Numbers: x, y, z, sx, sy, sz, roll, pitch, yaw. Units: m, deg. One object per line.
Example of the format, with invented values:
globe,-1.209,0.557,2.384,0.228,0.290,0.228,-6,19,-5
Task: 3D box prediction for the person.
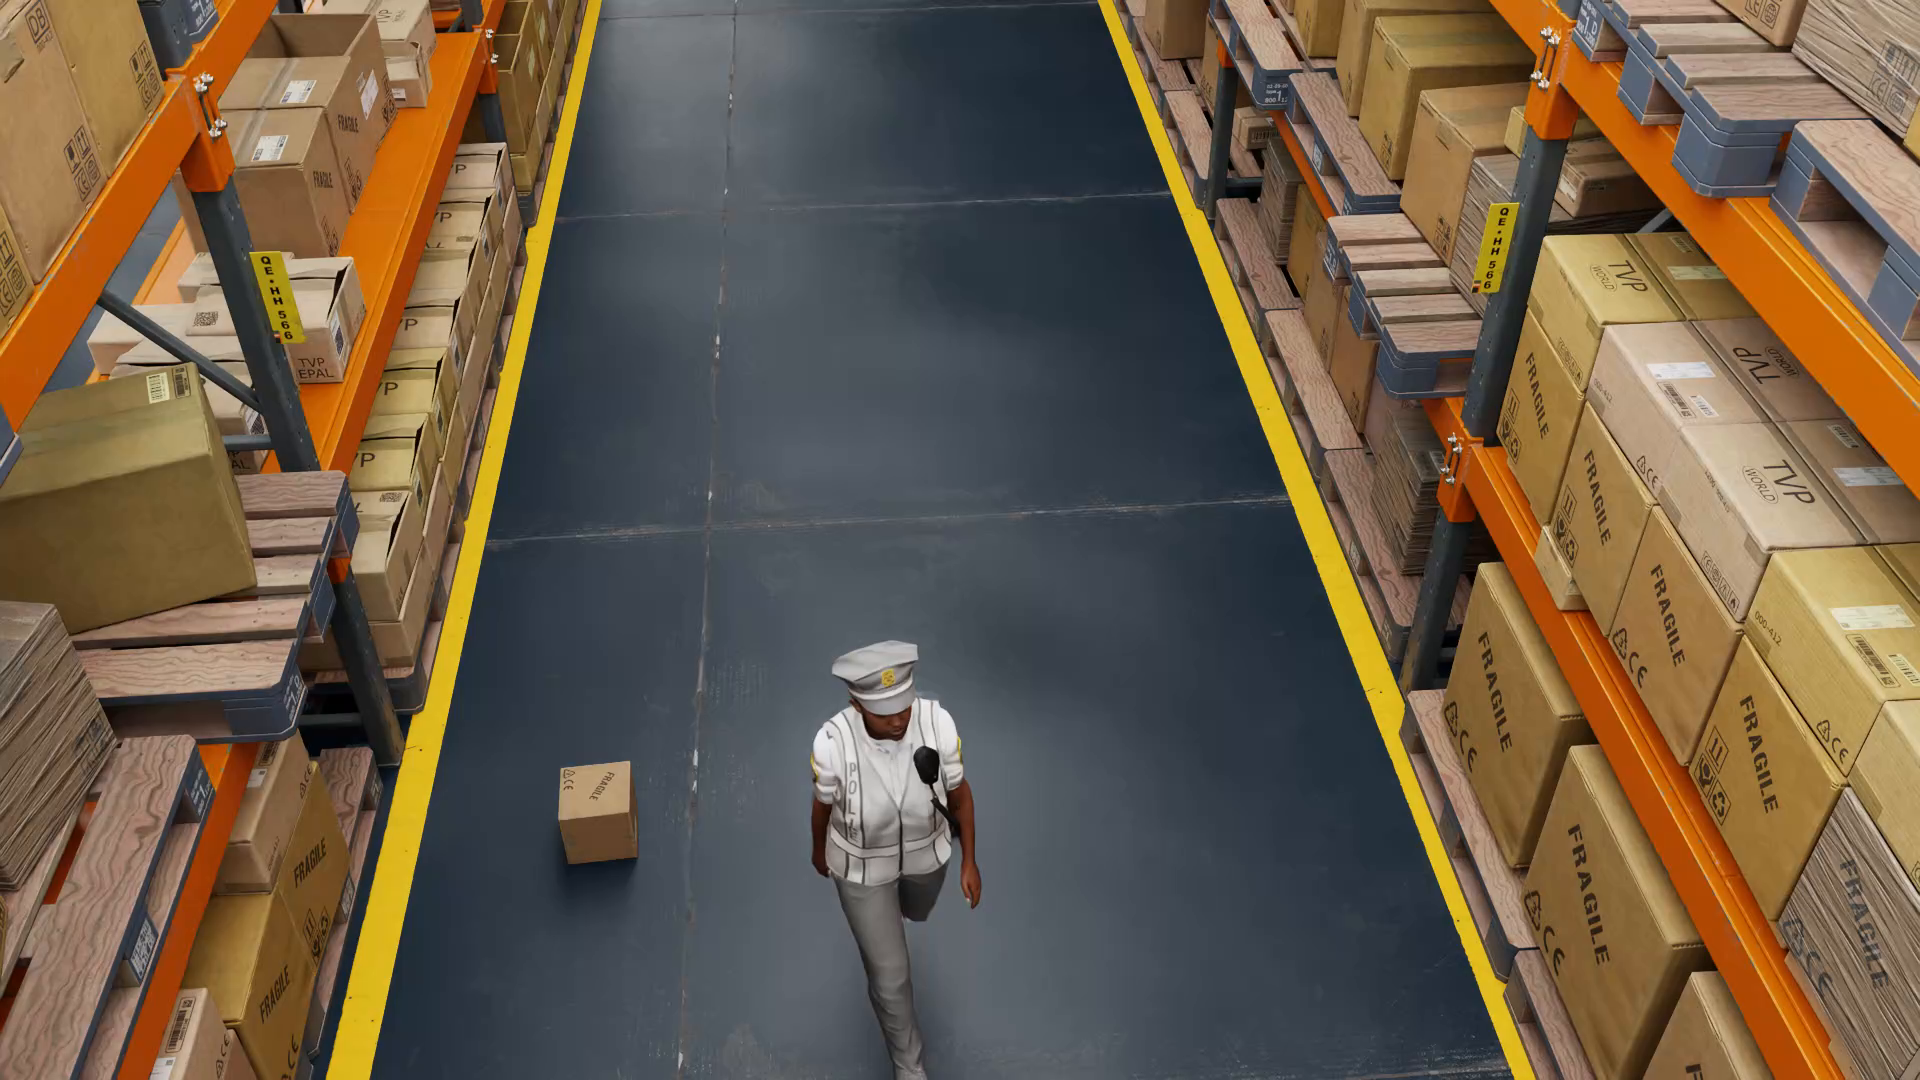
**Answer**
person,-0.205,0.905,5.027,0.463,1.649,0.937,-13,41,-15
